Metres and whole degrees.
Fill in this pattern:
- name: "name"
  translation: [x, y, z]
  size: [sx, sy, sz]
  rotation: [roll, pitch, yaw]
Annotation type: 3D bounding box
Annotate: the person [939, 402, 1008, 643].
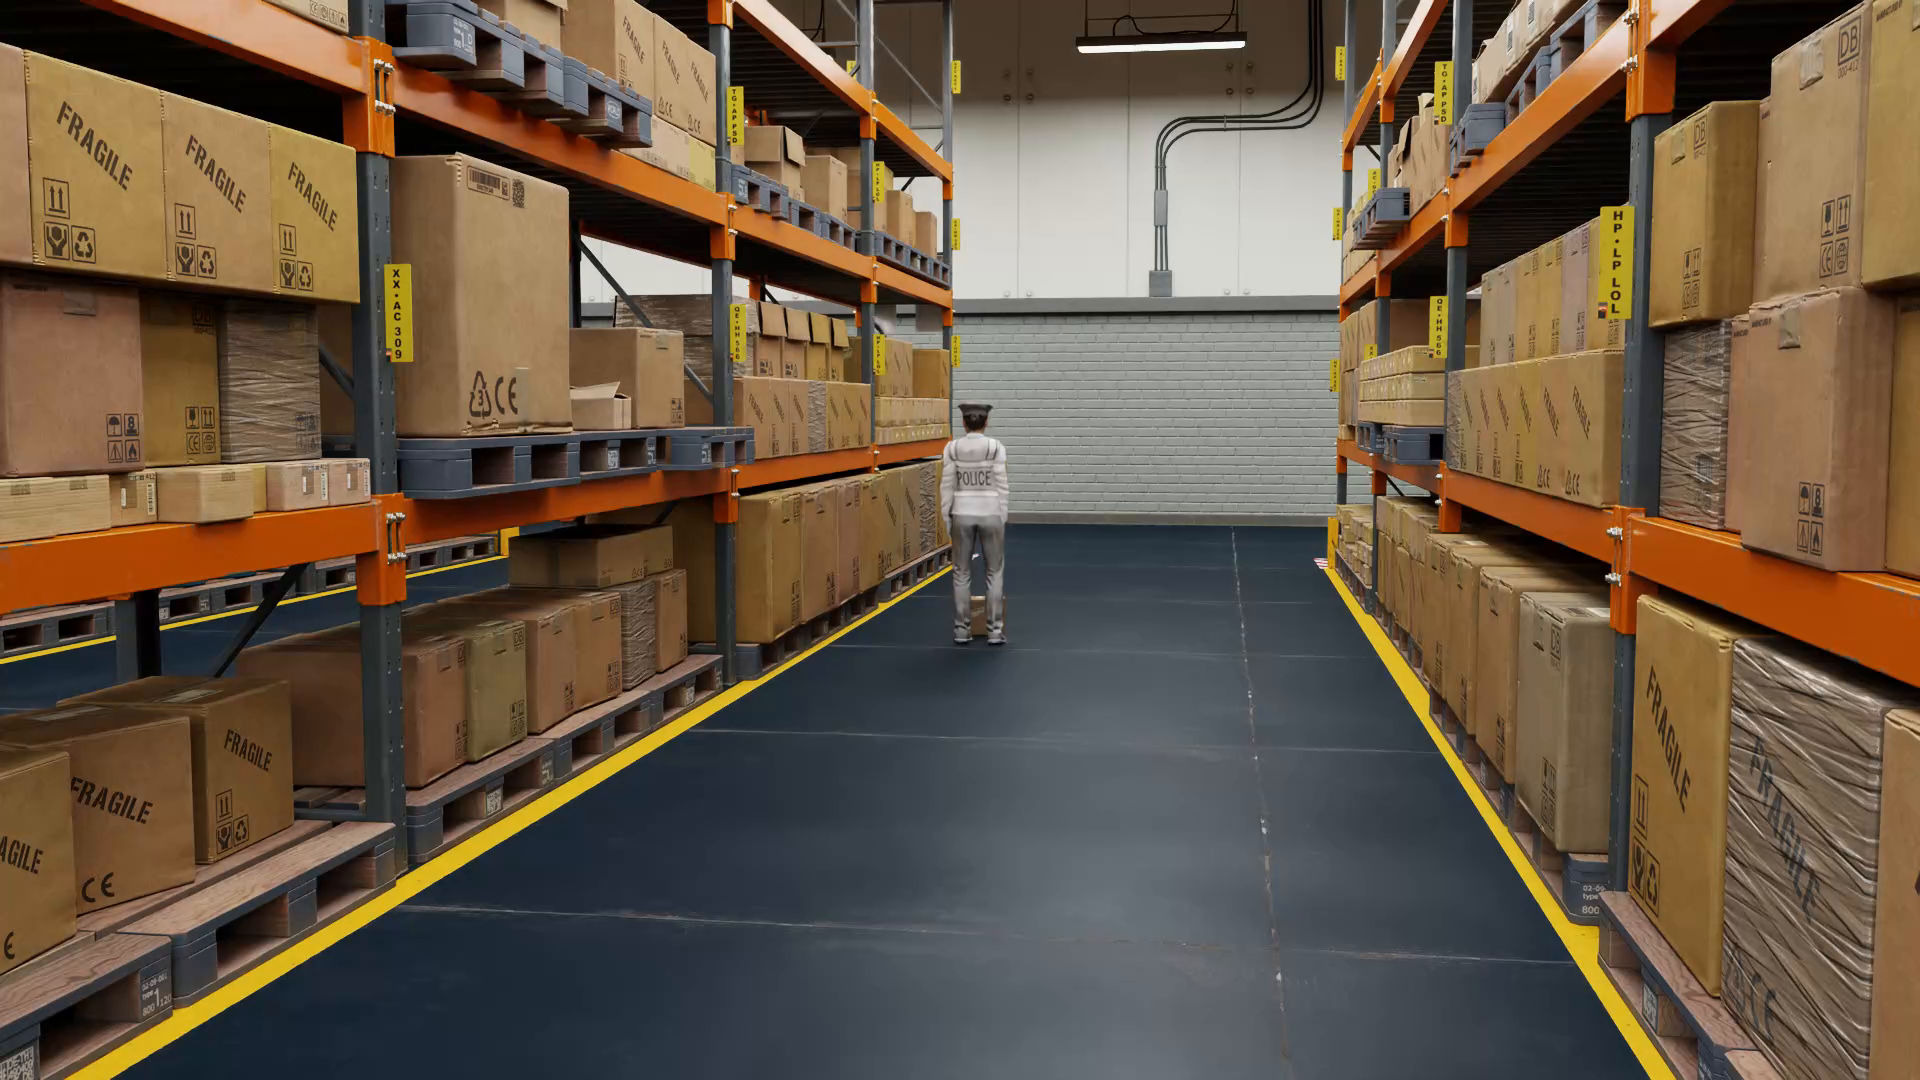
- name: "person"
  translation: [0.099, -0.114, 11.417]
  size: [0.476, 1.661, 0.338]
  rotation: [1, 5, 9]
